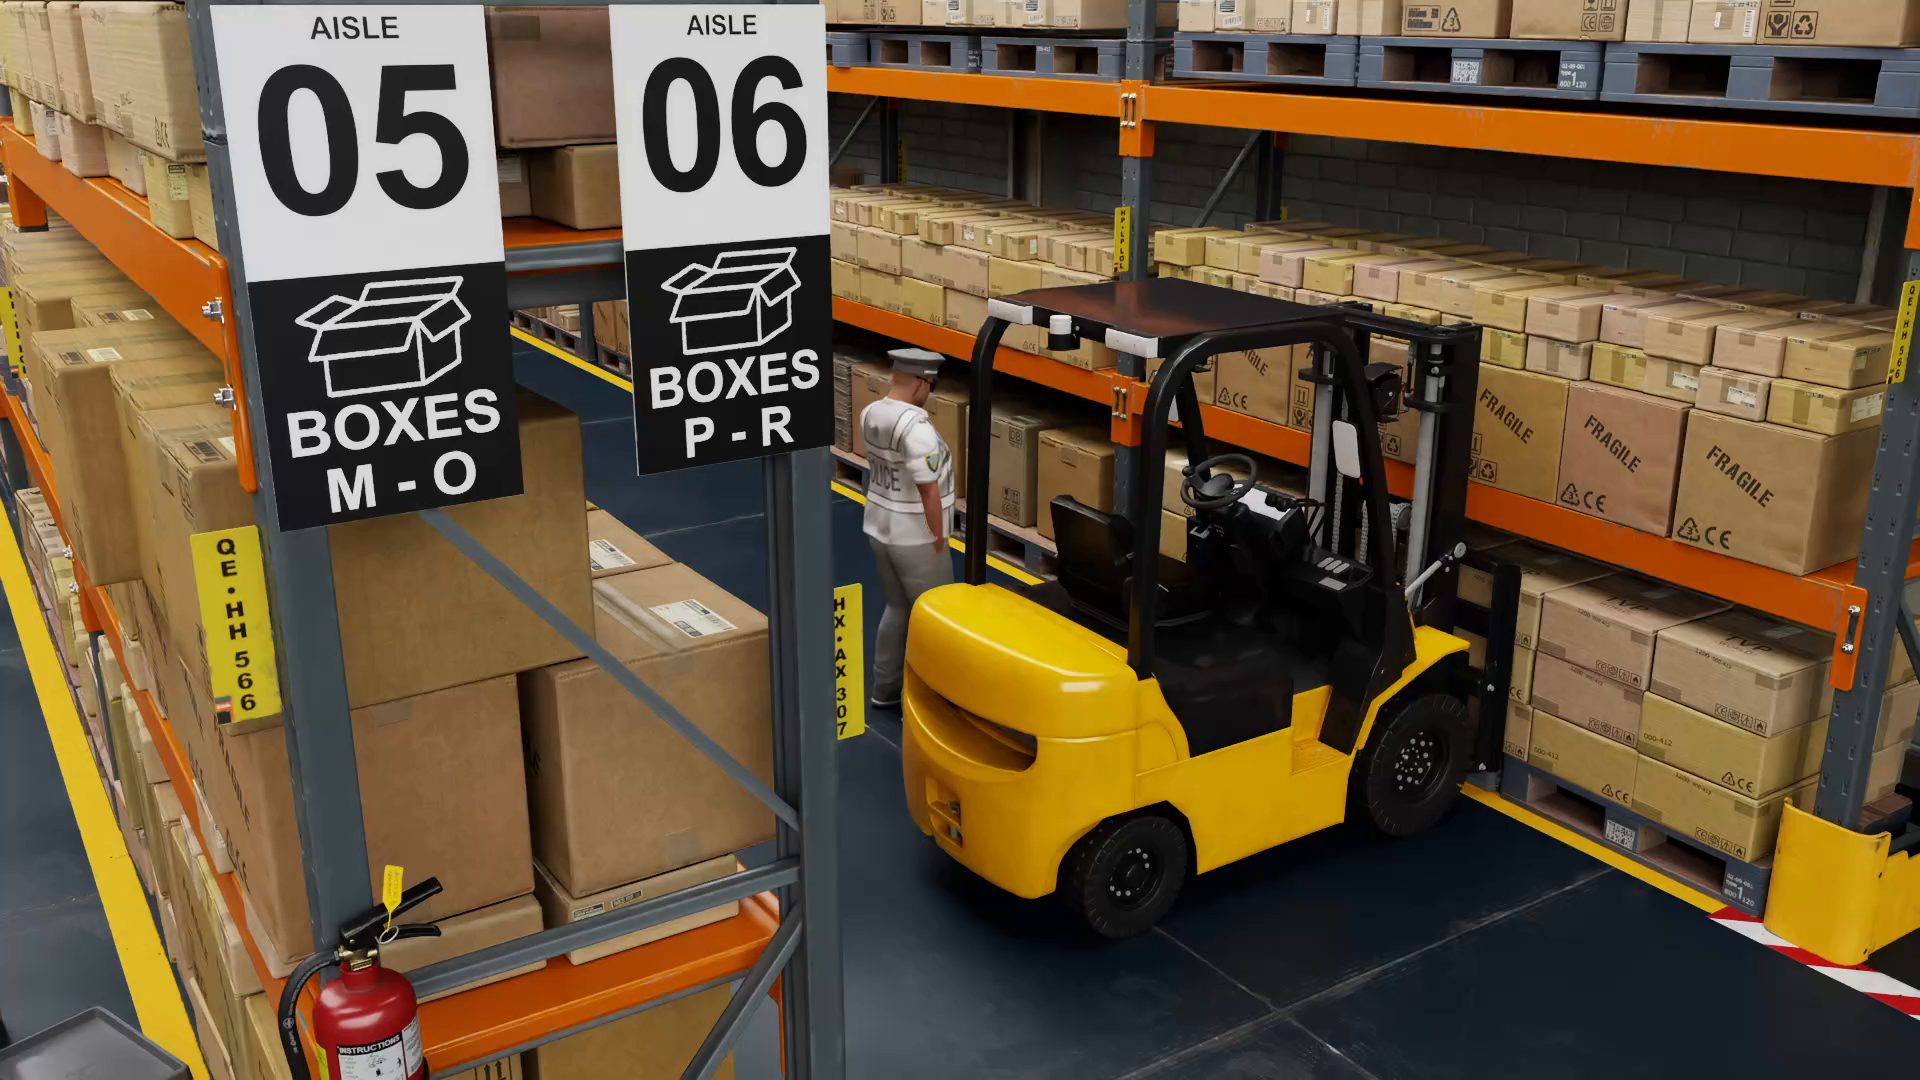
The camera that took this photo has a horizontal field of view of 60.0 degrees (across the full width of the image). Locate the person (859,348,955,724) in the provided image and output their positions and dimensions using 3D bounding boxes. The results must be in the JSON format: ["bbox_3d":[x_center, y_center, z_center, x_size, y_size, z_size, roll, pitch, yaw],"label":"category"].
[{"bbox_3d":[-0.235,-0.017,7.637,0.389,1.736,0.534,-11,21,-30],"label":"person"}]
